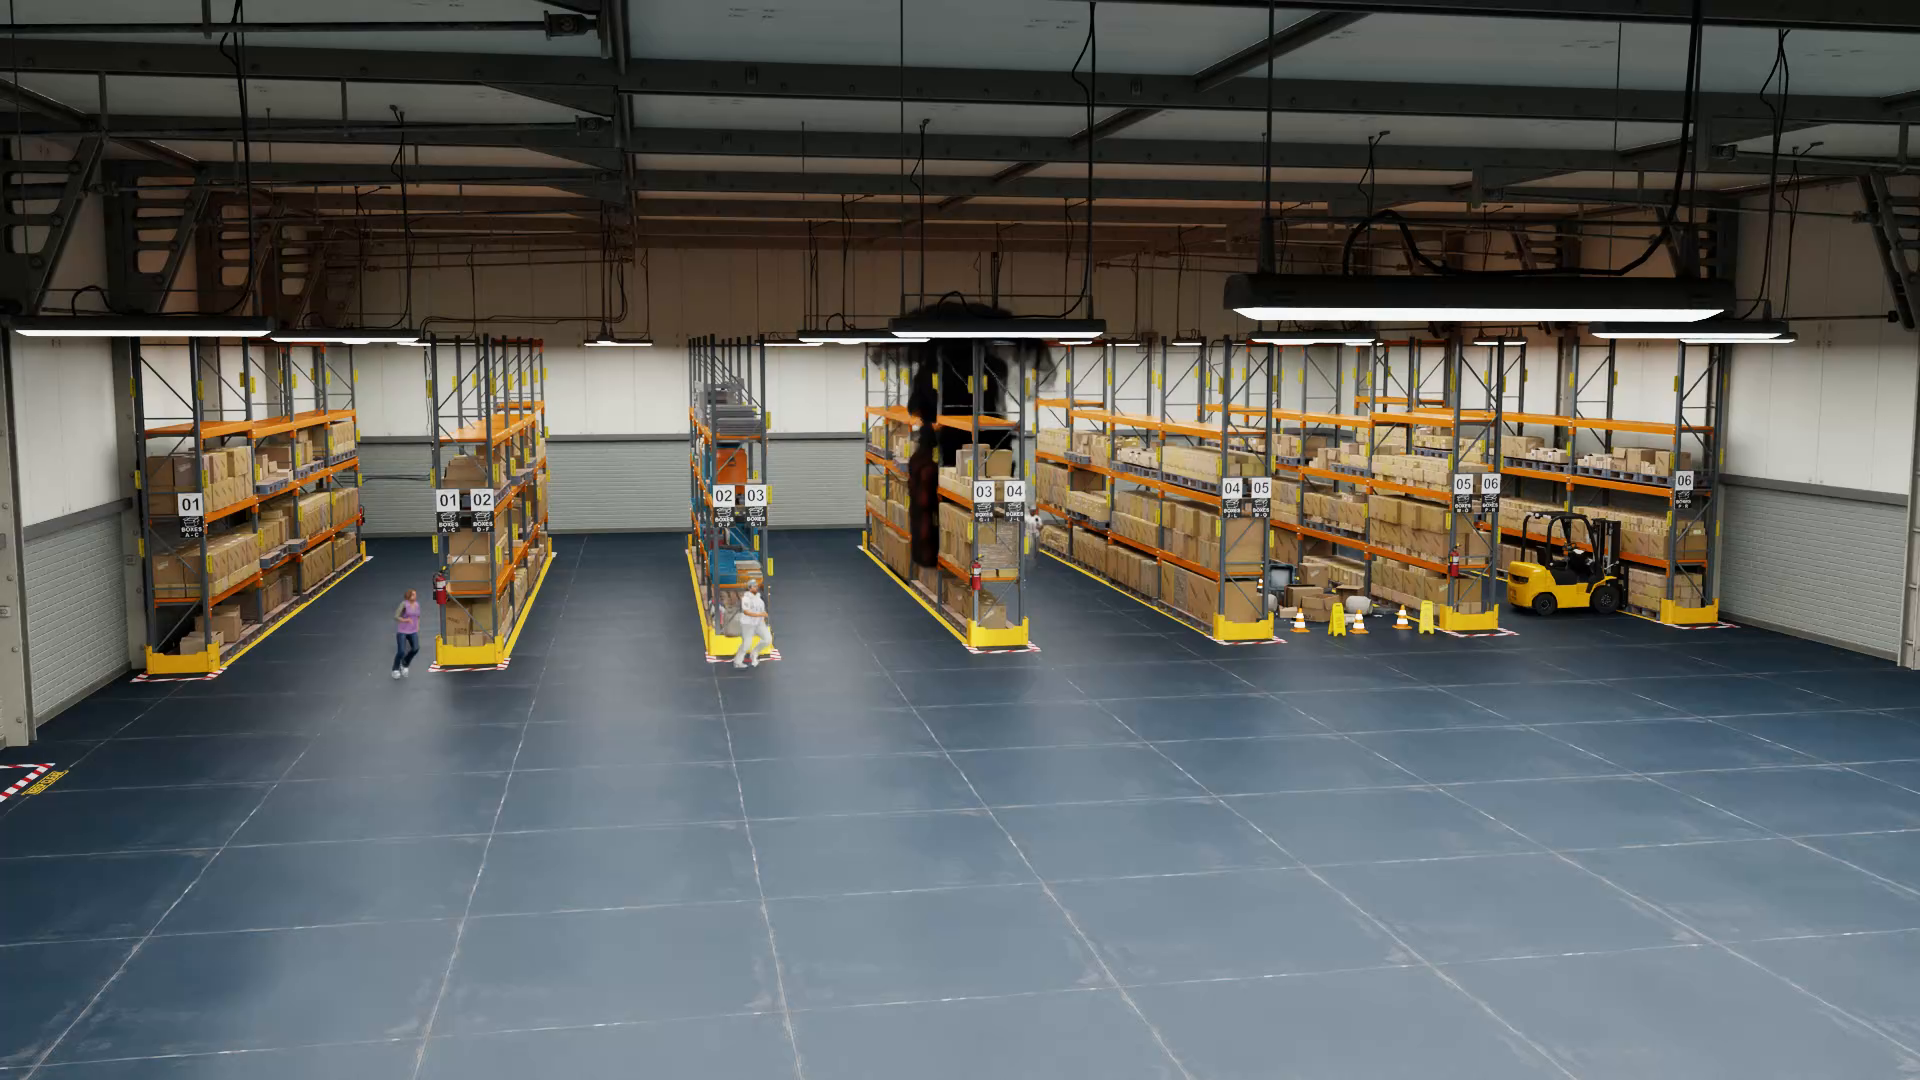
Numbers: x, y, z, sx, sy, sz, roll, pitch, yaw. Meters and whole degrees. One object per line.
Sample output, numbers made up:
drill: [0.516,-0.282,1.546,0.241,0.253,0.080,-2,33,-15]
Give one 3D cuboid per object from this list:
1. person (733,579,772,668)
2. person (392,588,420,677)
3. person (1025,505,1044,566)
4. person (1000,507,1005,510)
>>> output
person: [-3.685,1.495,29.758,0.780,1.617,0.623,4,8,34]
person: [-9.622,1.629,29.105,0.544,1.536,0.591,-6,9,-43]
person: [1.882,-0.107,43.235,0.581,1.628,0.933,-1,7,-8]
person: [1.427,-0.771,49.536,0.827,1.756,0.832,-5,8,-37]
